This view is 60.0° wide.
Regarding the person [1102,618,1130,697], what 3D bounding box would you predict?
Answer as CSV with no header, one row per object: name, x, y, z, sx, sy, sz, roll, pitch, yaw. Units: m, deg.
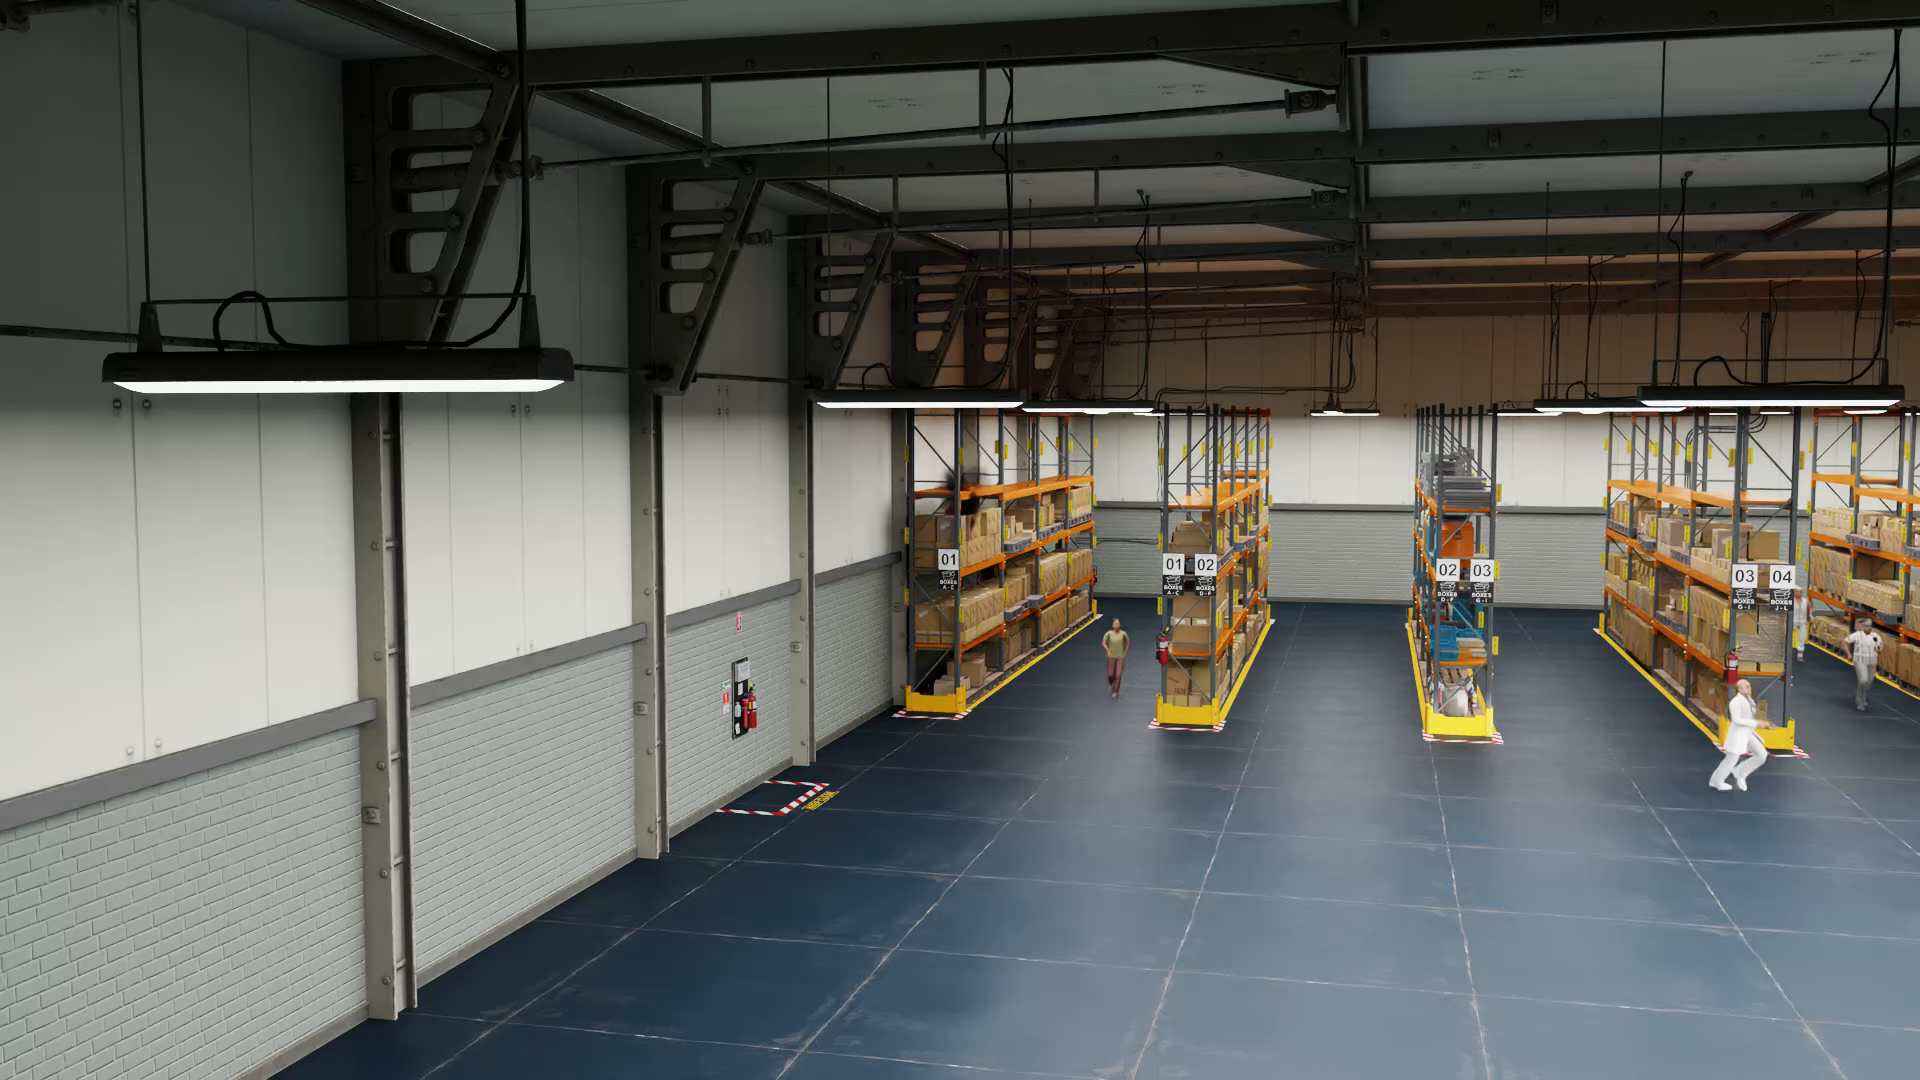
person,3.220,2.417,34.281,0.566,1.615,0.537,0,4,2

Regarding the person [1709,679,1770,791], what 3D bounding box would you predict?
person,11.953,2.982,25.402,0.724,1.734,0.900,-3,5,-36

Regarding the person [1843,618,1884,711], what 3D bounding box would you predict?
person,17.882,2.458,32.838,0.631,1.850,0.754,0,4,3

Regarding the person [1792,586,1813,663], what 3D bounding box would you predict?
person,19.819,1.976,39.308,0.672,1.759,0.993,1,4,15
